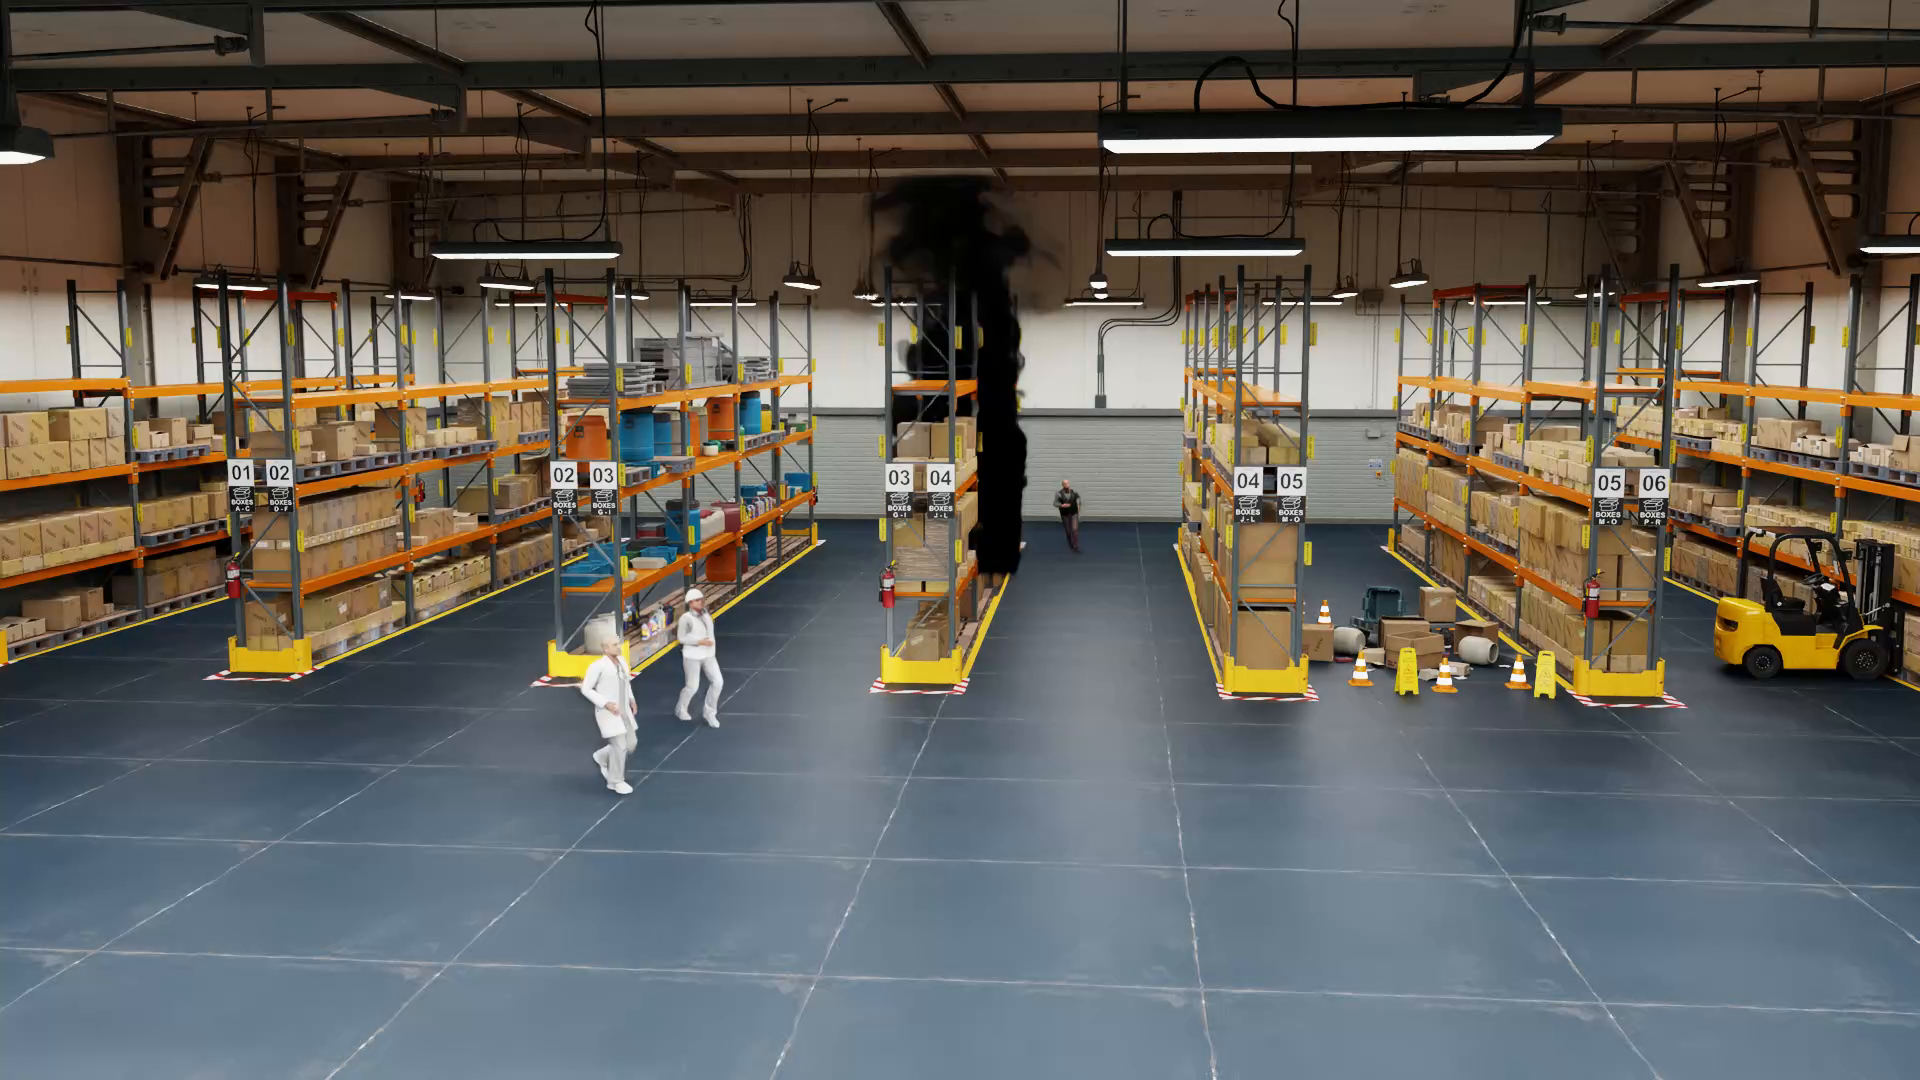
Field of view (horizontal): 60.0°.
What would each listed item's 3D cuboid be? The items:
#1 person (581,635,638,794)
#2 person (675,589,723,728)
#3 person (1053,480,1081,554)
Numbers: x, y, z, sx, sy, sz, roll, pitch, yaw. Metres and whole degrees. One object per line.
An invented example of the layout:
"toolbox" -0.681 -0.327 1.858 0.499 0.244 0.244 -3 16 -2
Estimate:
"person" -3.894 1.914 18.395 0.639 1.746 0.721 4 8 31
"person" -3.397 1.533 21.517 0.734 1.819 0.658 6 9 41
"person" 2.522 -0.573 39.074 0.686 1.696 0.909 0 7 -4
